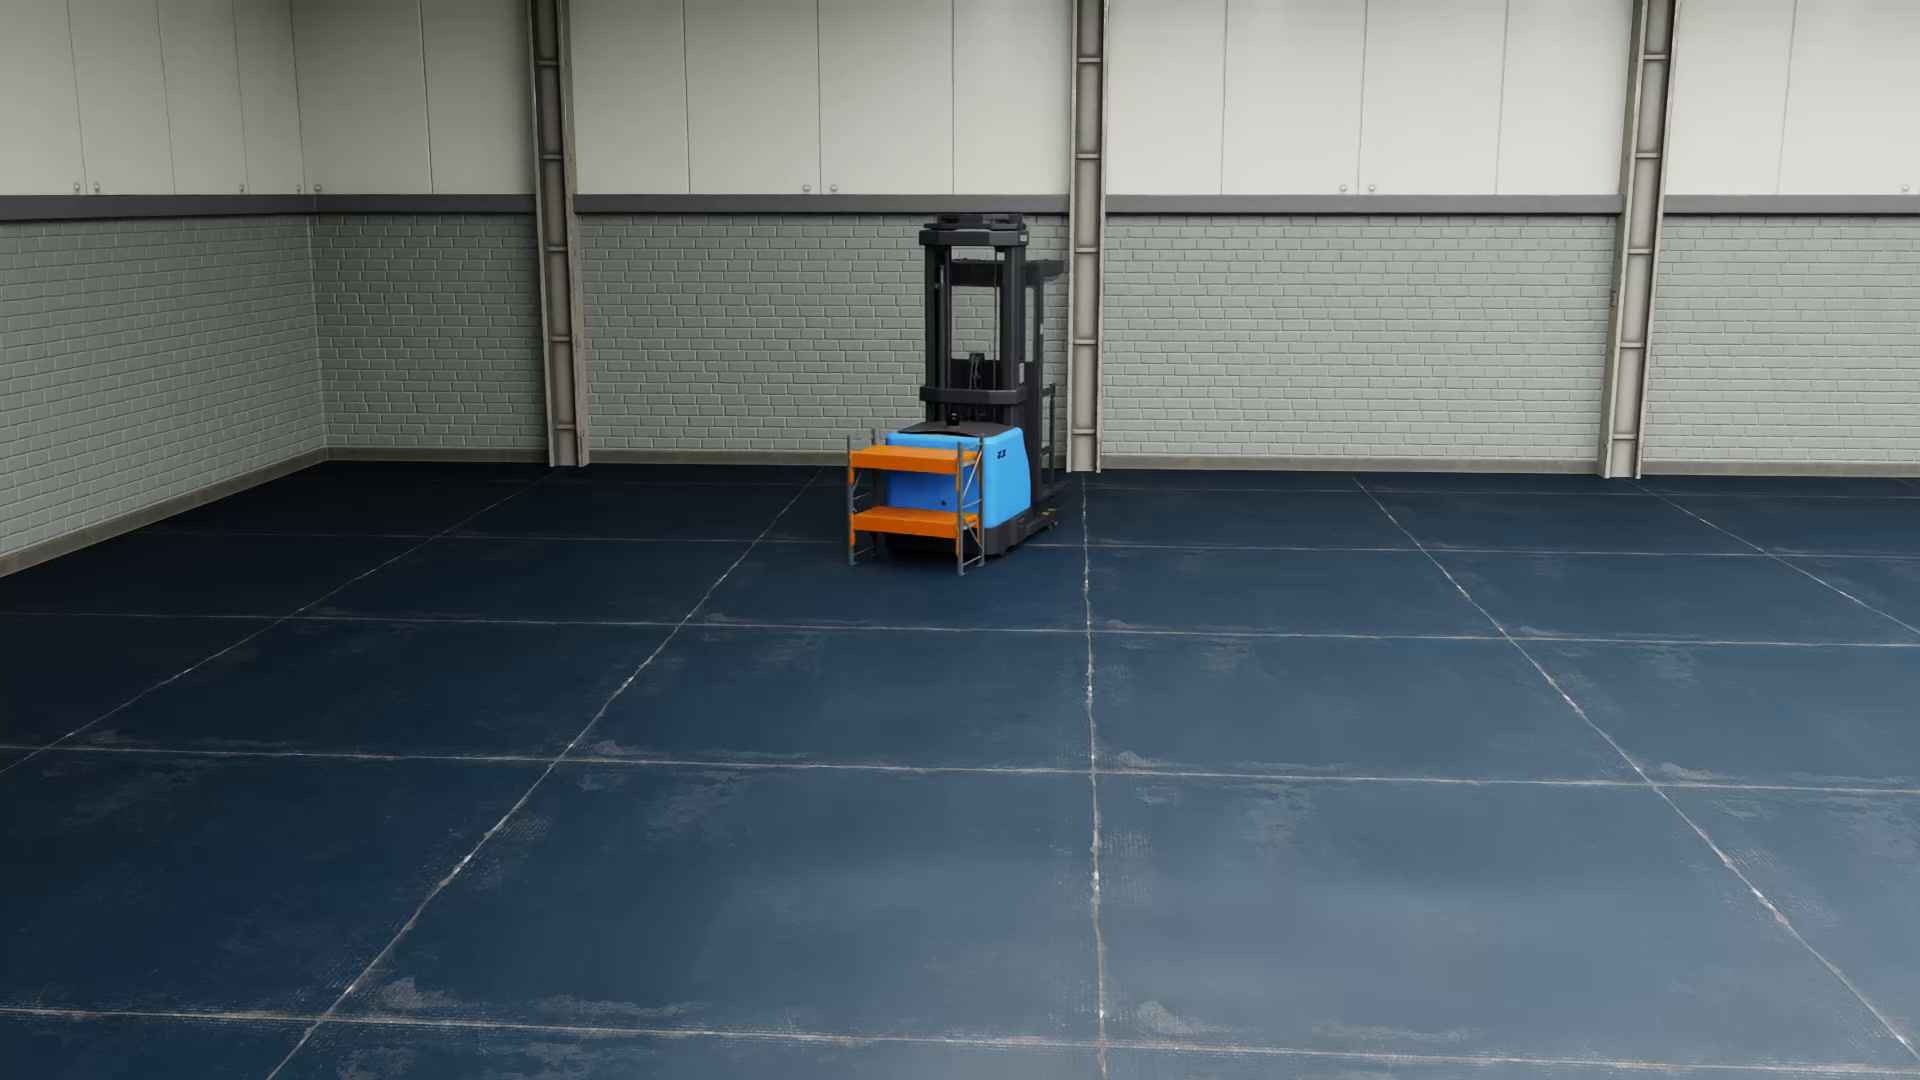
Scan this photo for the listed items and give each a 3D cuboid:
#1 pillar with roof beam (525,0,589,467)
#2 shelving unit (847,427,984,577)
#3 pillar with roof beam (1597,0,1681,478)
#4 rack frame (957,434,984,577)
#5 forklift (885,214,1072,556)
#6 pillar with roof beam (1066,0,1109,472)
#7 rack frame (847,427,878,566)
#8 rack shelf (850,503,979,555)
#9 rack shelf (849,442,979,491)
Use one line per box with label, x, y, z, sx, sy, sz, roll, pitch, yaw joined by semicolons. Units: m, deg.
pillar with roof beam;-4.860;-4.410;14.355;0.400;9.000;9.100;1;12;4
shelving unit;-0.373;-0.337;14.113;1.048;1.125;0.538;5;13;23
pillar with roof beam;7.113;-4.246;13.570;0.400;9.000;9.100;1;12;4
rack frame;0.093;-0.295;13.915;0.032;1.125;0.500;5;13;23
forklift;0.316;-1.557;15.536;1.130;2.935;3.031;4;13;19
pillar with roof beam;1.127;-4.328;13.963;0.400;9.000;9.100;1;12;4
rack frame;-0.839;-0.378;14.312;0.032;1.125;0.500;5;13;23
rack shelf;-0.373;-0.098;14.164;1.000;0.278;0.538;5;13;23
rack shelf;-0.373;-0.623;14.054;1.000;0.278;0.538;5;13;23
